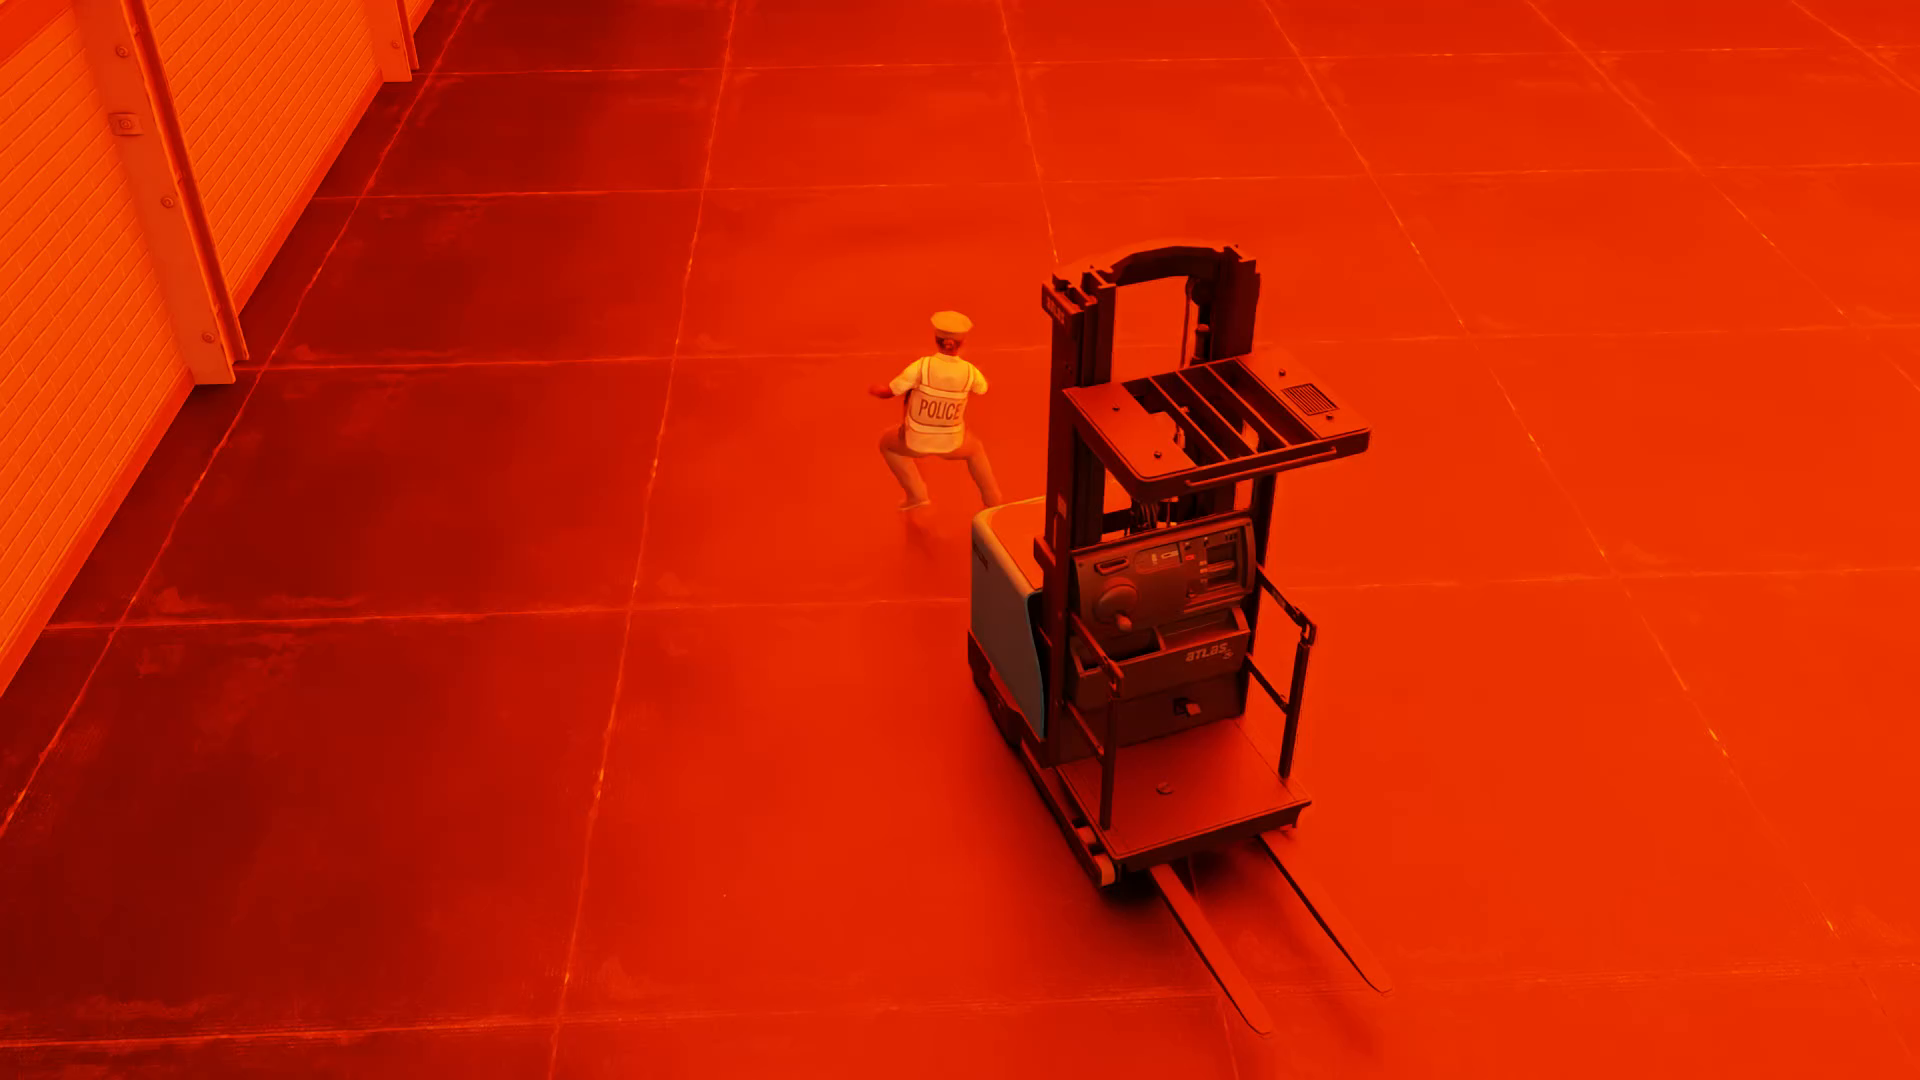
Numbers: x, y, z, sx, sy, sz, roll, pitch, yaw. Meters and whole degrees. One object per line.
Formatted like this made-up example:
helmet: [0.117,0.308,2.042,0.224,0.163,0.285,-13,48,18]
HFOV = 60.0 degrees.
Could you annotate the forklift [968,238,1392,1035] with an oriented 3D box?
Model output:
forklift: [1.056,0.233,7.691,1.130,2.935,3.031,-13,38,-17]

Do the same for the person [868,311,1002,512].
person: [-0.133,-0.778,10.307,0.850,1.481,0.715,-4,36,-6]
